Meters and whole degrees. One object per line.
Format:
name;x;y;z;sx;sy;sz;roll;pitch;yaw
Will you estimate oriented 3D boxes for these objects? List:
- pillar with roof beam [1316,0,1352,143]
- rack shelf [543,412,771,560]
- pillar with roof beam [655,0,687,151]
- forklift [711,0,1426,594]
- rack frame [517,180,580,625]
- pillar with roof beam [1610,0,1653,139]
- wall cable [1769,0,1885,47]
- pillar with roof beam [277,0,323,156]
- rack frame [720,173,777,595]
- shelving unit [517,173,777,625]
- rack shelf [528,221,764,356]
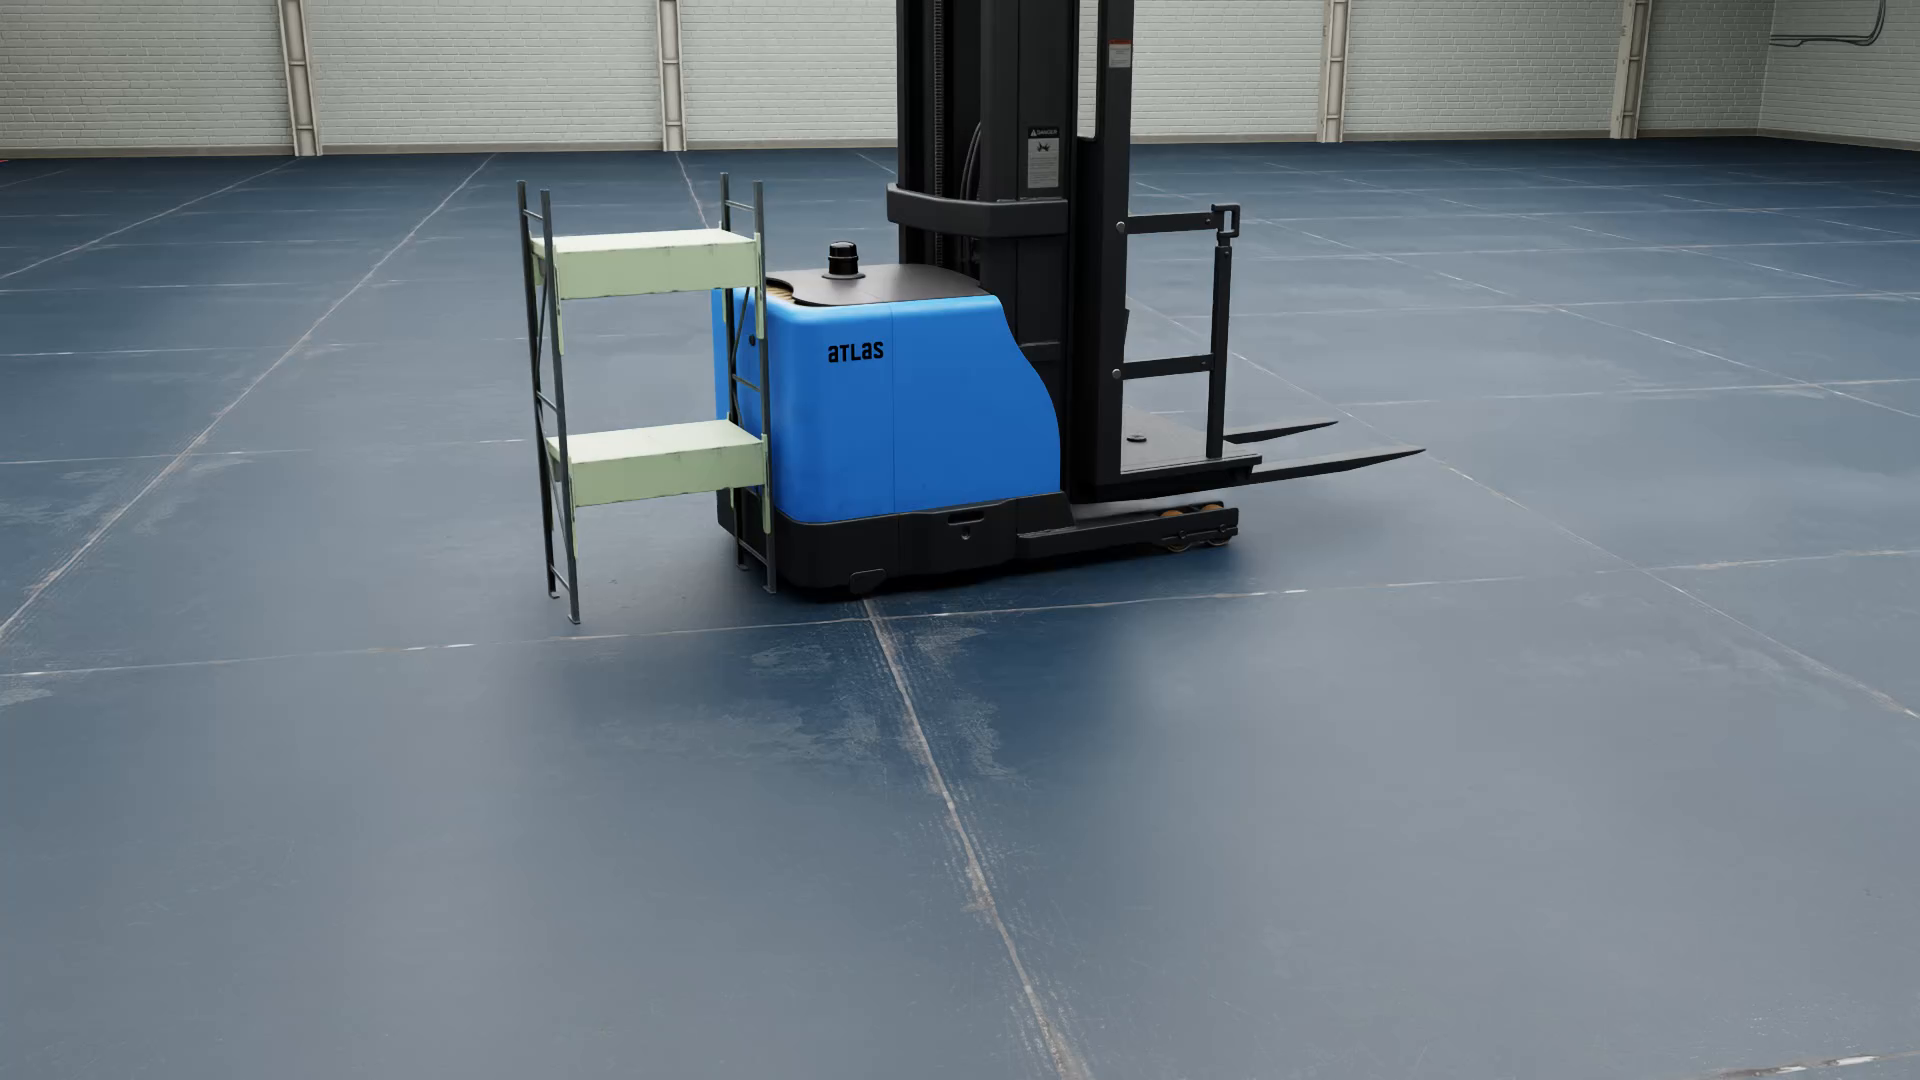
pillar with roof beam;7.674;-10.458;25.536;0.400;9.000;9.100;-3;17;-10
rack shelf;-1.105;-0.209;6.048;0.720;0.370;0.431;-8;19;-25
pillar with roof beam;-4.108;-9.790;23.360;0.400;9.000;9.100;-3;17;-10
forklift;0.561;-1.482;6.646;3.031;2.935;1.130;-8;19;-25
rack frame;-1.434;-0.473;5.798;0.023;1.500;0.400;-8;19;-25
pillar with roof beam;13.565;-10.793;26.624;0.400;9.000;9.100;-3;17;-10
wall cable;15.892;-10.332;30.413;0.112;2.526;3.097;-3;17;-10
pillar with roof beam;-9.999;-9.456;22.272;0.400;9.000;9.100;-3;17;-10
rack frame;-0.777;-0.568;6.107;0.023;1.500;0.400;-8;19;-25
shelving unit;-1.106;-0.521;5.952;0.755;1.500;0.431;-8;19;-25
rack shelf;-1.106;-0.894;5.838;0.720;0.370;0.431;-8;19;-25
